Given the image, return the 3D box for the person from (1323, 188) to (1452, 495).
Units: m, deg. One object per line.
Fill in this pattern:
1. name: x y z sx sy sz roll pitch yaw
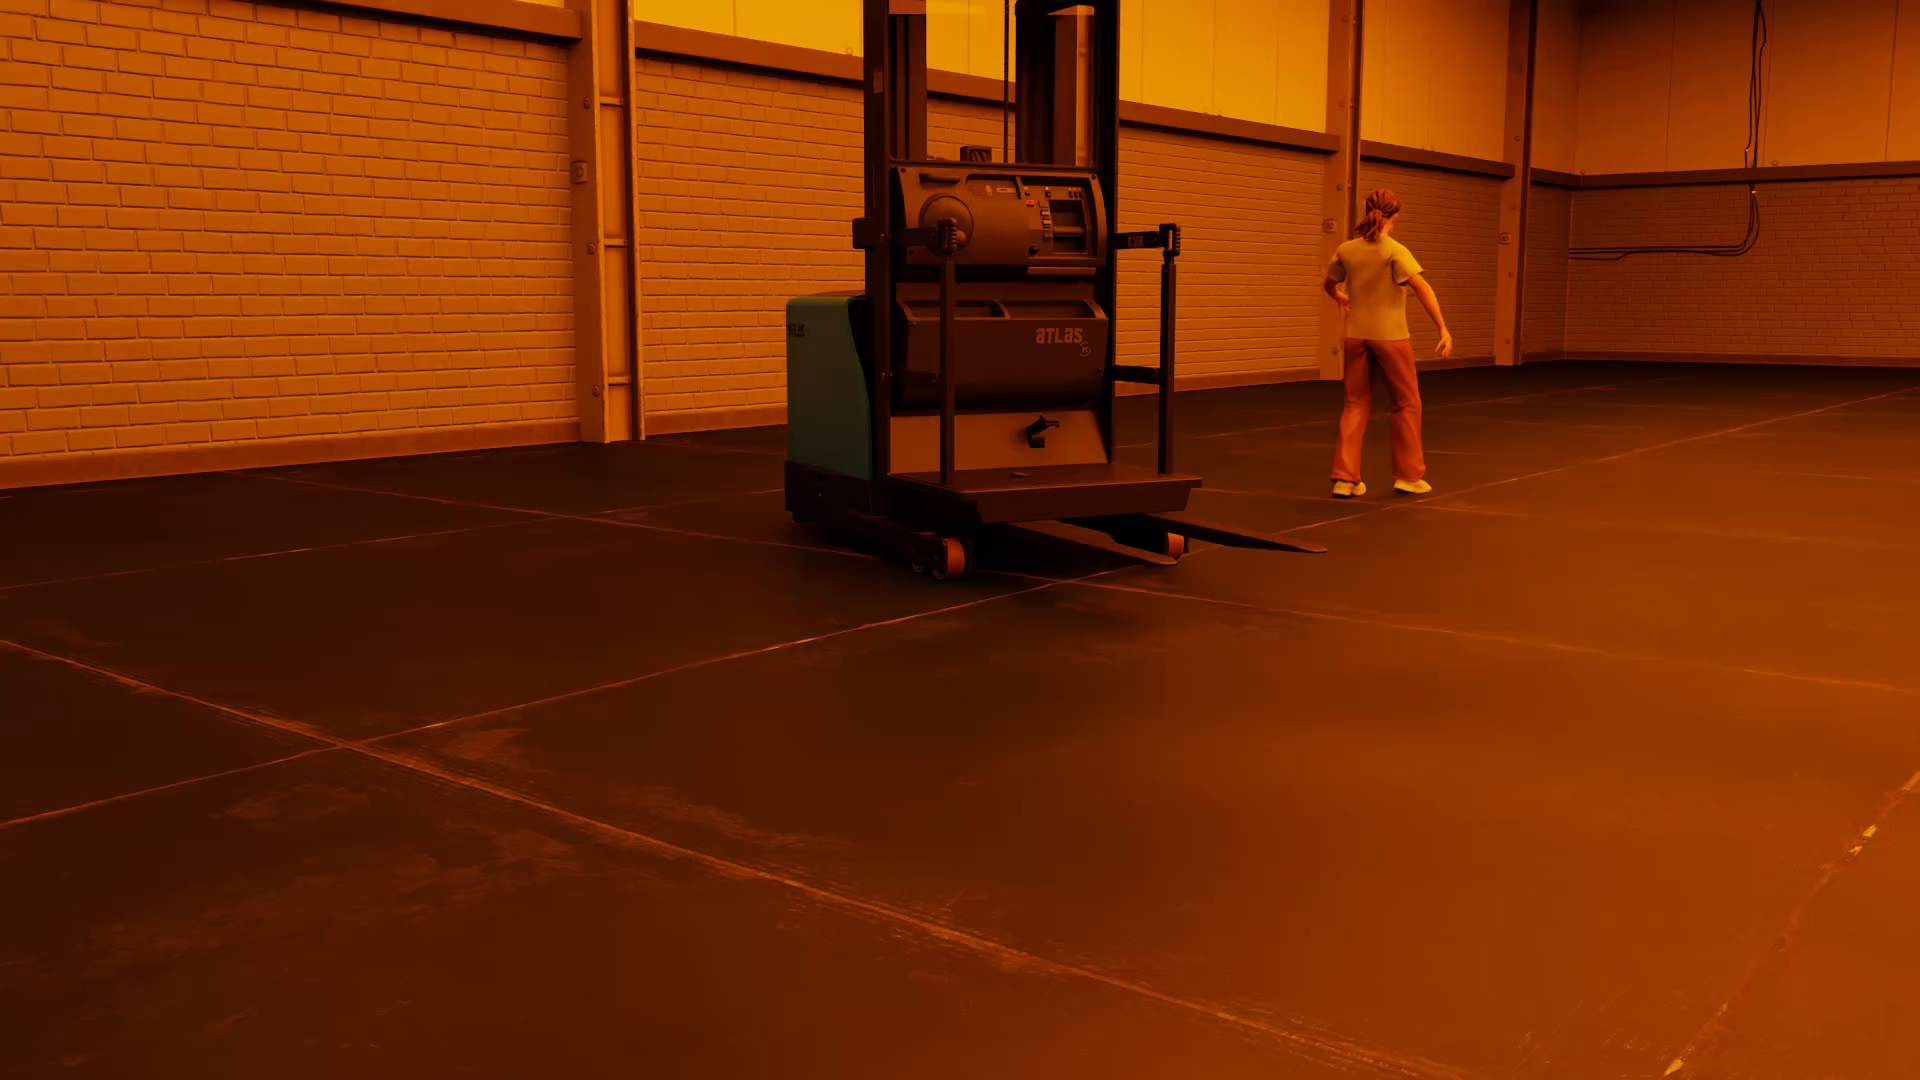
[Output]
1. person: 2.336 -1.058 9.033 0.898 1.670 0.707 8 11 43

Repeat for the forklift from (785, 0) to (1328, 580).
1. forklift: 0.276 -1.370 6.641 1.130 2.935 3.031 -4 9 -26
